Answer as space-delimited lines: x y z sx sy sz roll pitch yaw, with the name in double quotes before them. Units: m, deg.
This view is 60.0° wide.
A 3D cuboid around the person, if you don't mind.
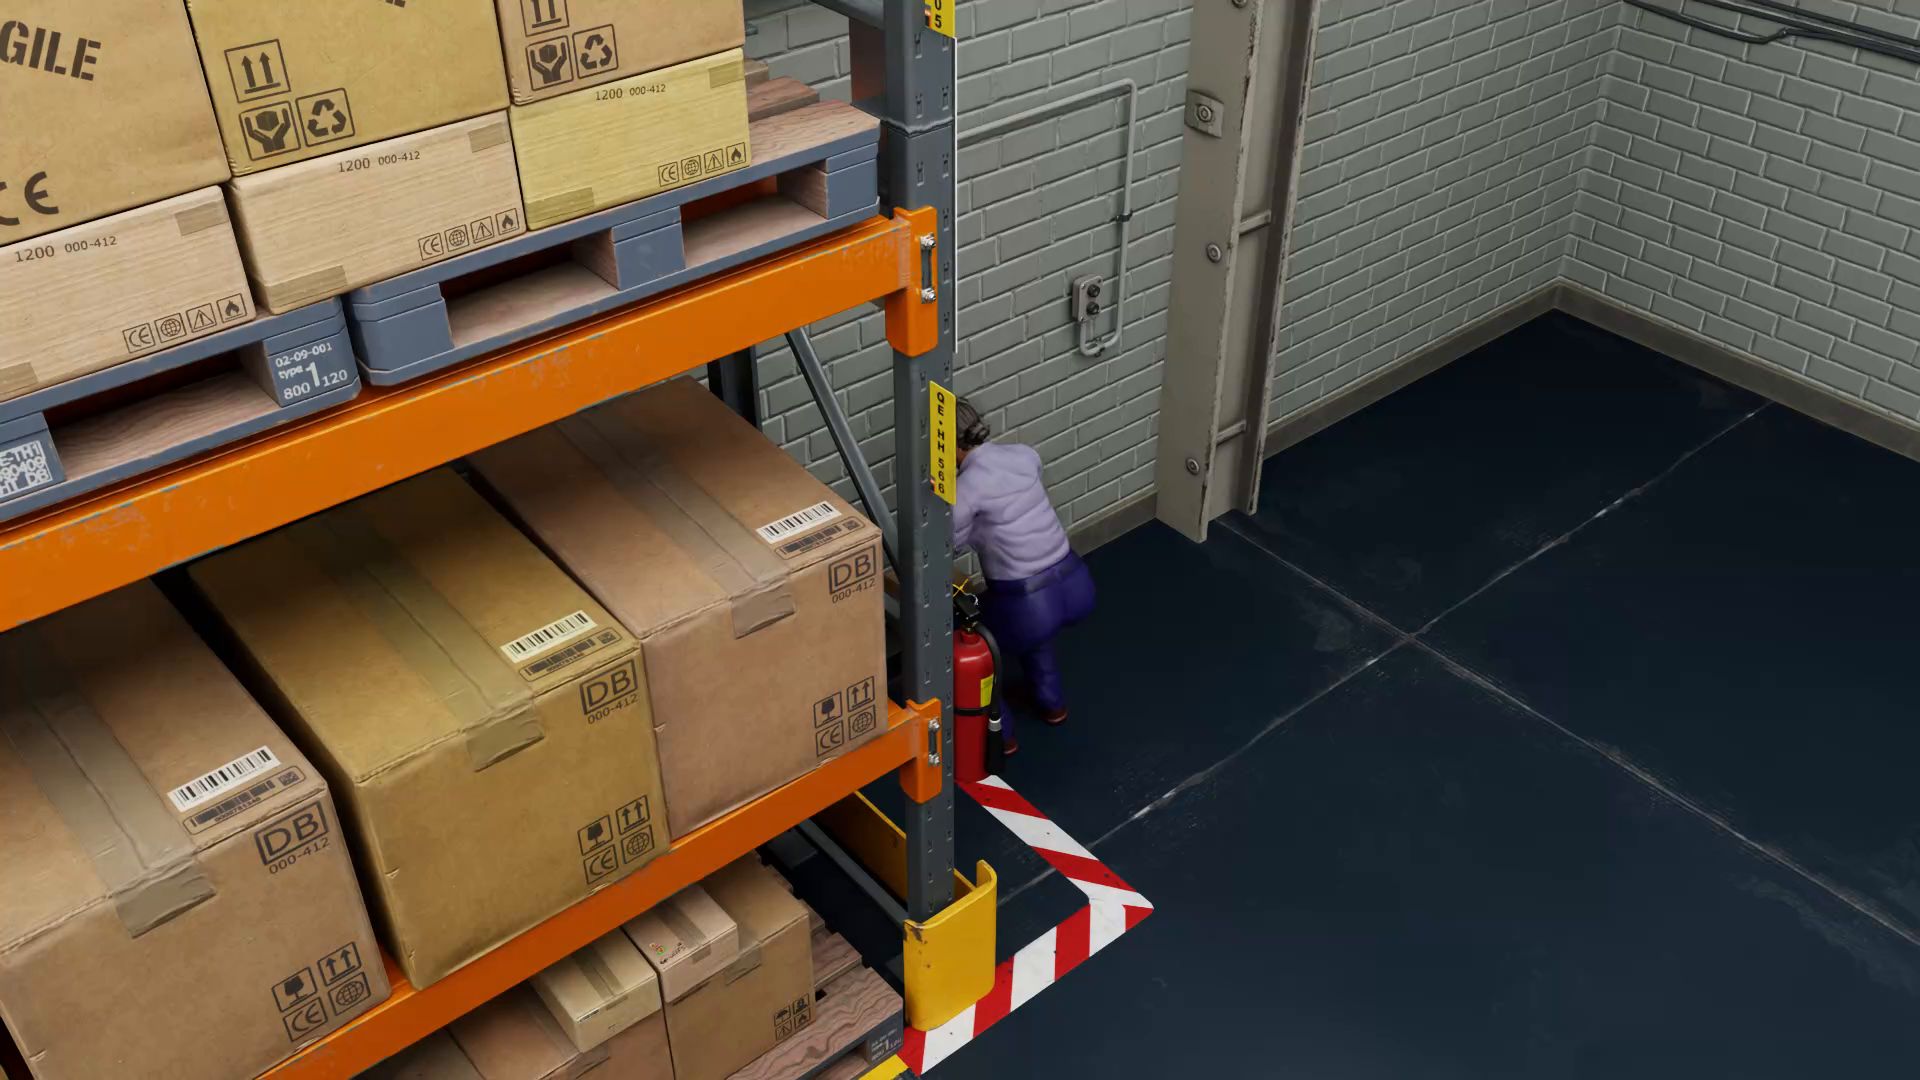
"person" 0.154 0.176 6.174 0.536 1.357 0.654 -28 44 -33
